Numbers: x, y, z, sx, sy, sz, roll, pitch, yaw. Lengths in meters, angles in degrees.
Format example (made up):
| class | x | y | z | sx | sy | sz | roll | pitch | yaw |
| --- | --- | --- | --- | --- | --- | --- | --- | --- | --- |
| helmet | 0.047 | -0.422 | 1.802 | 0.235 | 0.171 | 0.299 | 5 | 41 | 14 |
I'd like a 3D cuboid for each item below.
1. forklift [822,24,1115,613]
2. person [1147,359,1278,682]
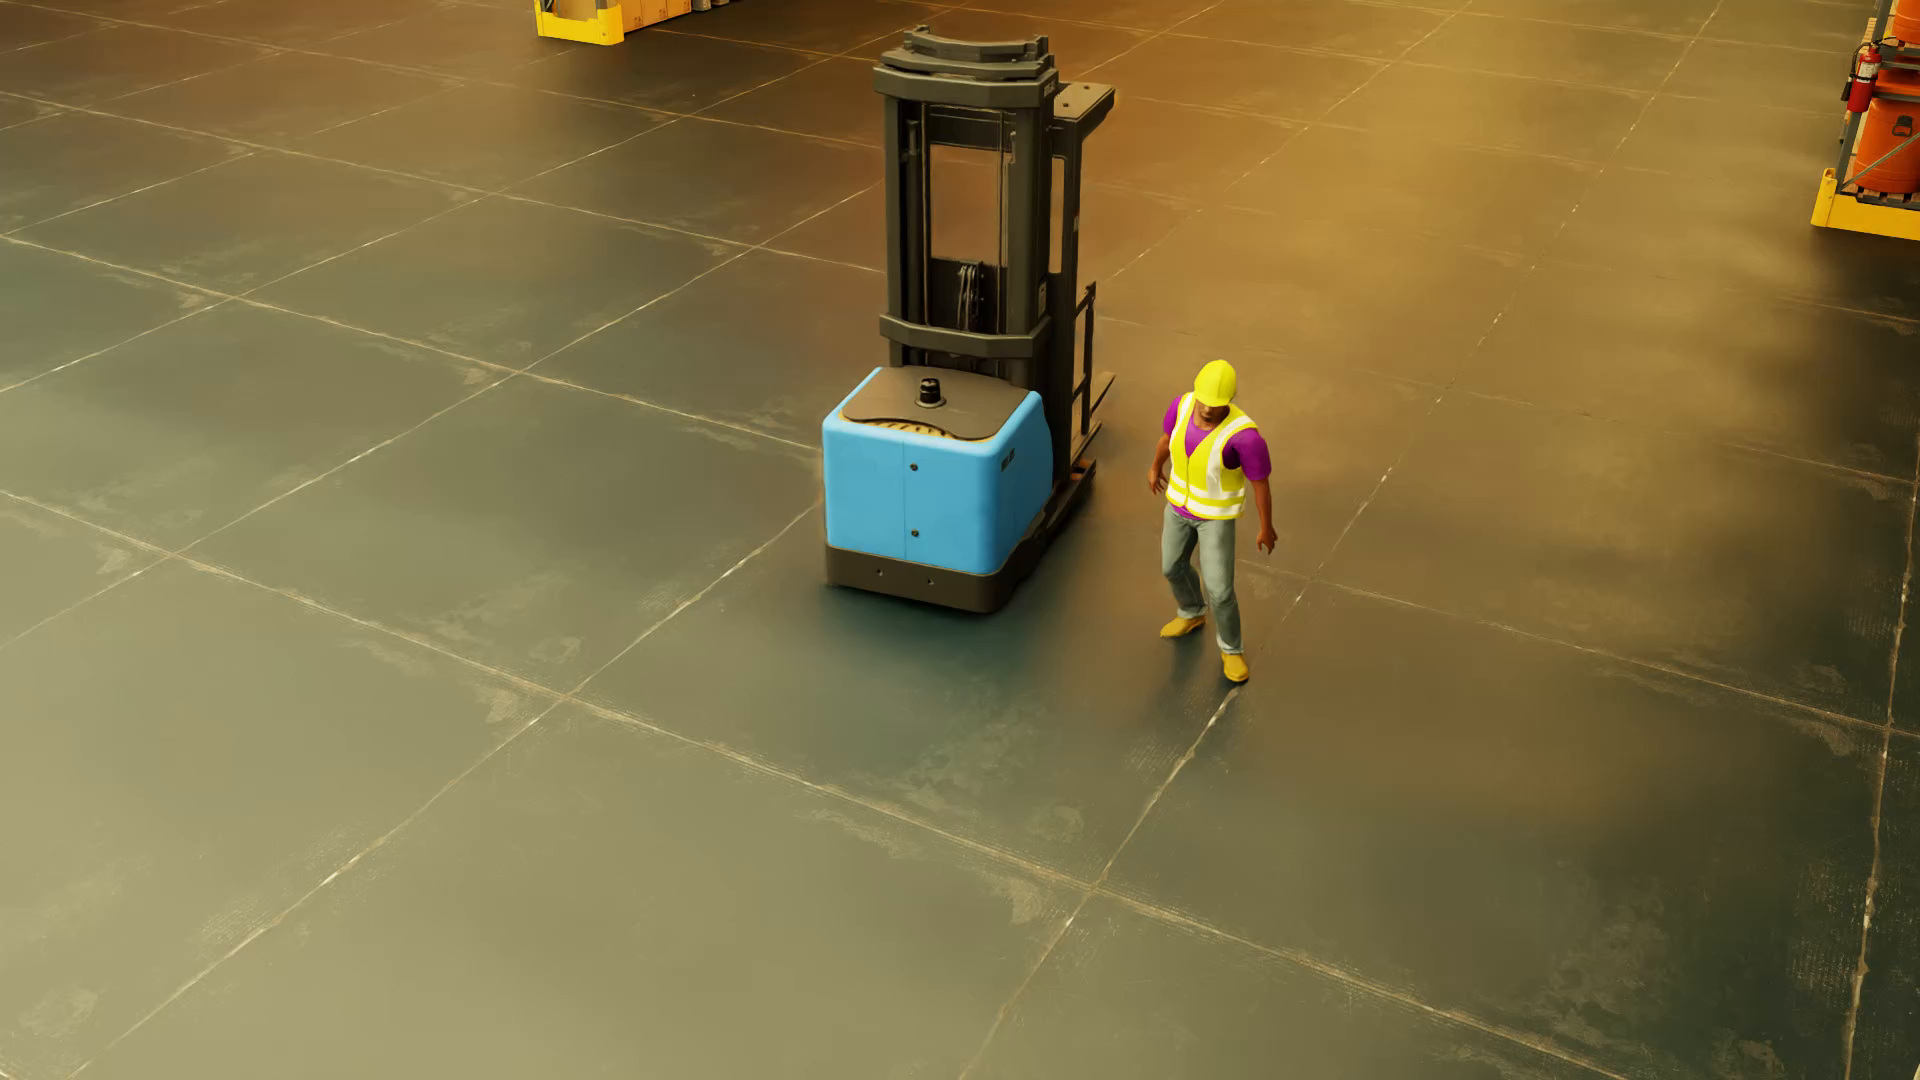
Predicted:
| class | x | y | z | sx | sy | sz | roll | pitch | yaw |
| --- | --- | --- | --- | --- | --- | --- | --- | --- | --- |
| forklift | 0.228 | -1.591 | 9.827 | 1.130 | 2.935 | 3.031 | 11 | 32 | 18 |
| person | 1.255 | -0.171 | 8.605 | 0.473 | 1.733 | 0.884 | -23 | 37 | -35 |
